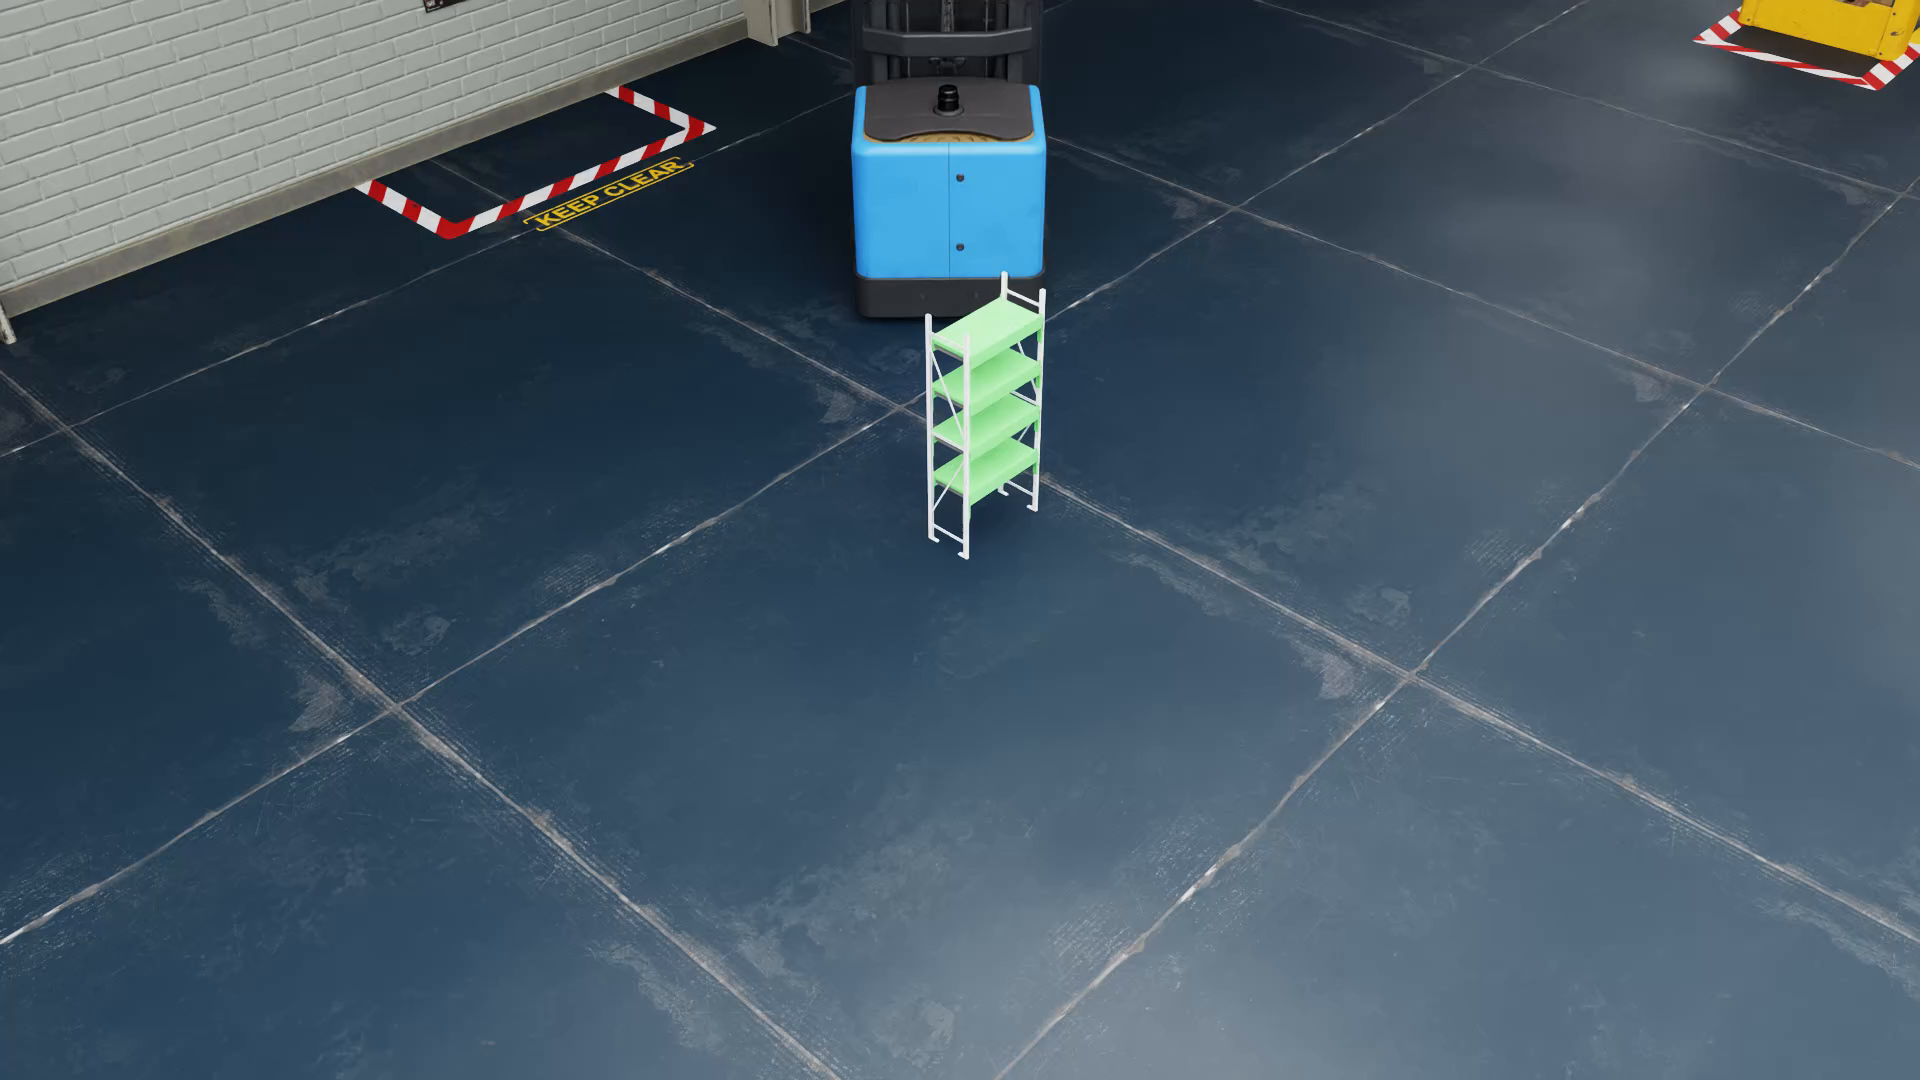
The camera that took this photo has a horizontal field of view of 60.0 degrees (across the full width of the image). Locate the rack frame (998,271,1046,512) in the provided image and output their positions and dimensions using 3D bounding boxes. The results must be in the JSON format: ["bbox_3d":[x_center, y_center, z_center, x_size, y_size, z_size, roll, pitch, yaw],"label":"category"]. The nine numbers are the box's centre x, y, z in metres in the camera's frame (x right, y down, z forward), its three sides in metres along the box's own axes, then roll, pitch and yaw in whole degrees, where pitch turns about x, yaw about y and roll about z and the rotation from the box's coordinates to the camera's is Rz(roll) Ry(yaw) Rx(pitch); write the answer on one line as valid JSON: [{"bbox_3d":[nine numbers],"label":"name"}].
[{"bbox_3d":[0.276,-0.658,7.613,0.240,1.200,0.015,30,47,32],"label":"rack frame"}]

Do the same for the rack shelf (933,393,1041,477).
[{"bbox_3d":[0.112,-0.496,7.512,0.258,0.148,0.480,30,47,32],"label":"rack shelf"}]

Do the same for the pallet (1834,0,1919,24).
[{"bbox_3d":[6.987,-4.269,12.949,1.003,0.211,1.213,30,47,32],"label":"pallet"}]

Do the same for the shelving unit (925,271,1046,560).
[{"bbox_3d":[0.112,-0.546,7.472,0.258,1.200,0.503,30,47,32],"label":"shelving unit"}]

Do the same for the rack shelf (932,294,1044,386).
[{"bbox_3d":[0.112,-0.871,7.213,0.258,0.148,0.480,30,47,32],"label":"rack shelf"}]

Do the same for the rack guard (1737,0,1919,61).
[{"bbox_3d":[6.486,-4.002,12.382,1.175,0.500,0.348,30,47,32],"label":"rack guard"}]

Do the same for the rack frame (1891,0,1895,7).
[{"bbox_3d":[6.502,-4.992,11.618,1.000,3.000,0.127,30,47,32],"label":"rack frame"}]

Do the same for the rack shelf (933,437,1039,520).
[{"bbox_3d":[0.112,-0.308,7.661,0.258,0.148,0.480,30,47,32],"label":"rack shelf"}]

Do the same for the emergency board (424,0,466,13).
[{"bbox_3d":[-3.086,-3.883,10.223,0.157,1.169,0.626,30,47,32],"label":"emergency board"}]

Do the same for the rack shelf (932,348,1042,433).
[{"bbox_3d":[0.112,-0.684,7.363,0.258,0.148,0.480,30,47,32],"label":"rack shelf"}]

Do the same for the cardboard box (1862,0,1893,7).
[{"bbox_3d":[7.028,-4.233,12.535,0.500,0.250,0.500,30,47,32],"label":"cardboard box"}]

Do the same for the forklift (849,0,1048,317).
[{"bbox_3d":[-0.079,-3.266,9.503,1.130,2.935,3.031,-1,38,-1],"label":"forklift"}]

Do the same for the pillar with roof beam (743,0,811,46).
[{"bbox_3d":[1.807,-5.539,7.485,9.100,9.000,0.400,30,47,32],"label":"pillar with roof beam"}]

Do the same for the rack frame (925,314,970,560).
[{"bbox_3d":[-0.053,-0.434,7.331,0.240,1.200,0.015,30,47,32],"label":"rack frame"}]
